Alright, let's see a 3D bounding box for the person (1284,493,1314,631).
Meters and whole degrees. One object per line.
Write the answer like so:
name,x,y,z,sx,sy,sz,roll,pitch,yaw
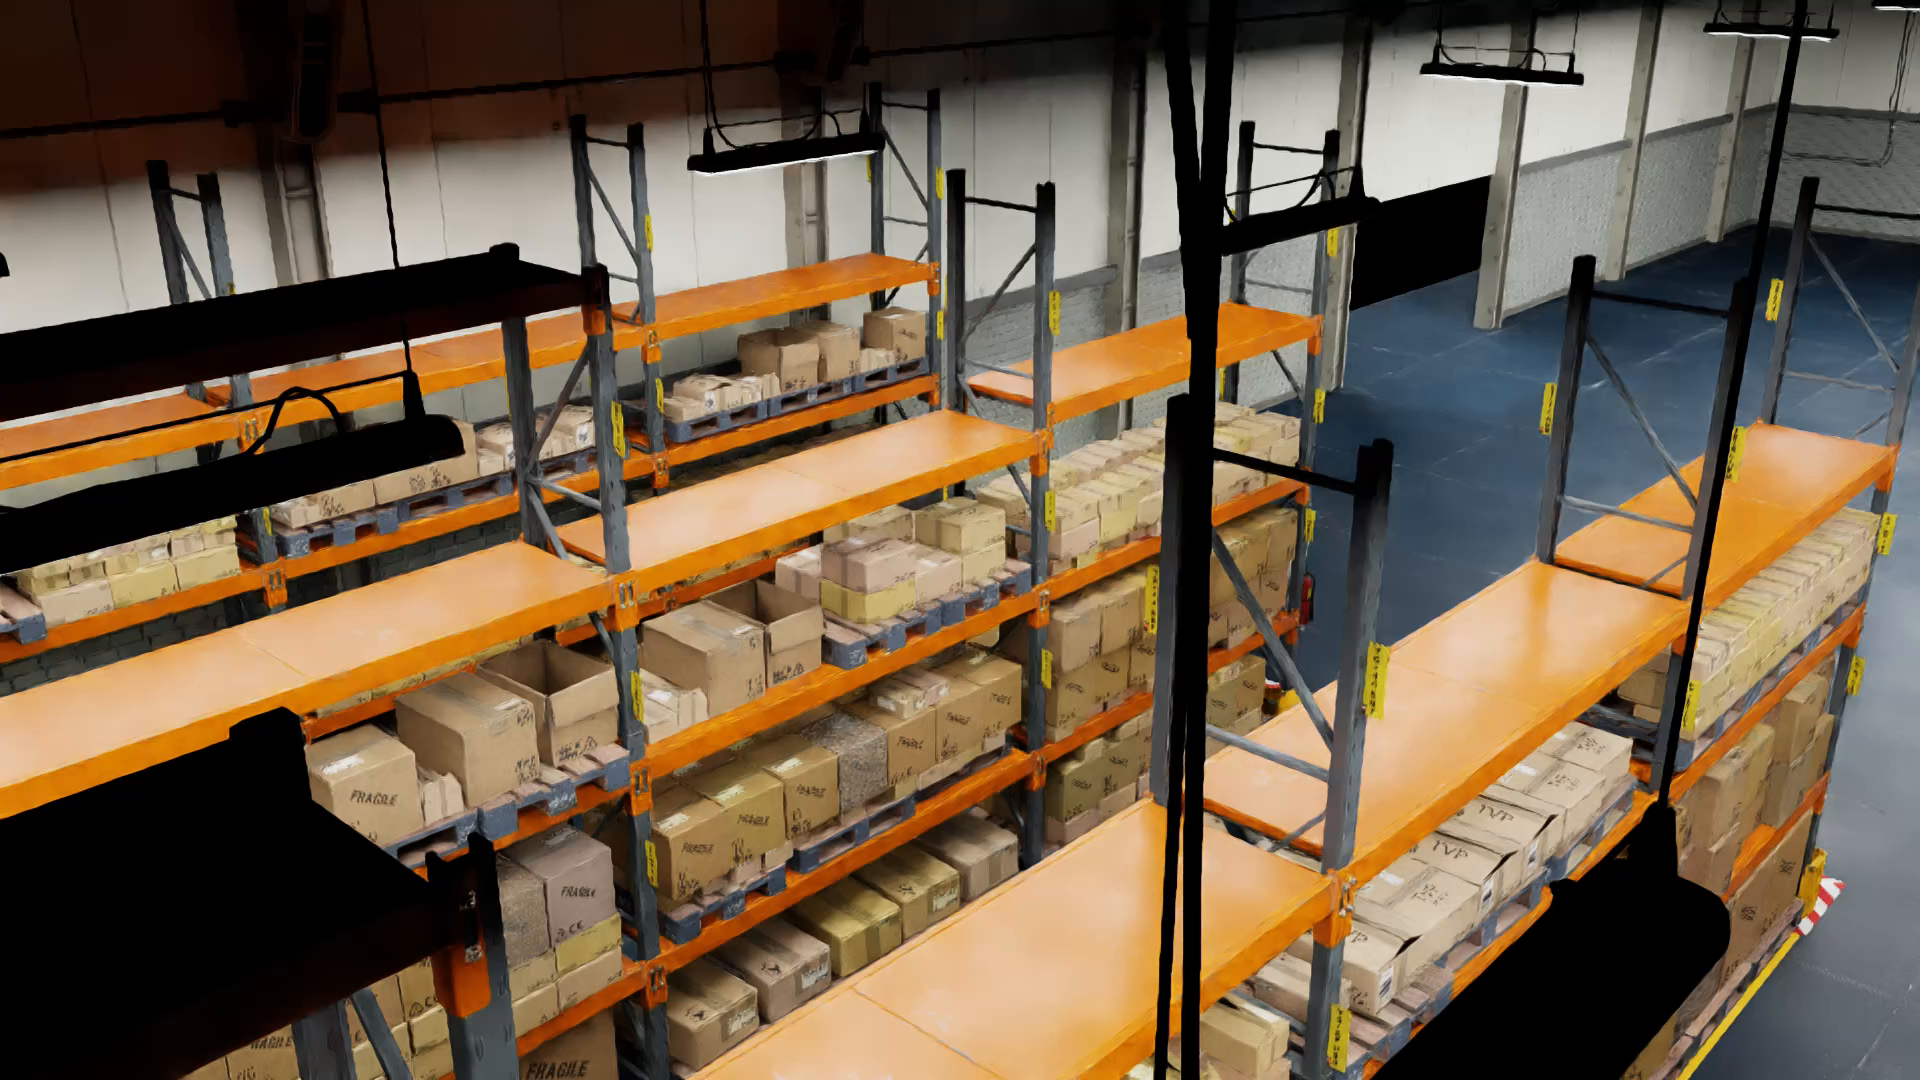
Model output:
person,3.789,0.217,19.185,0.522,1.665,0.569,6,22,14
